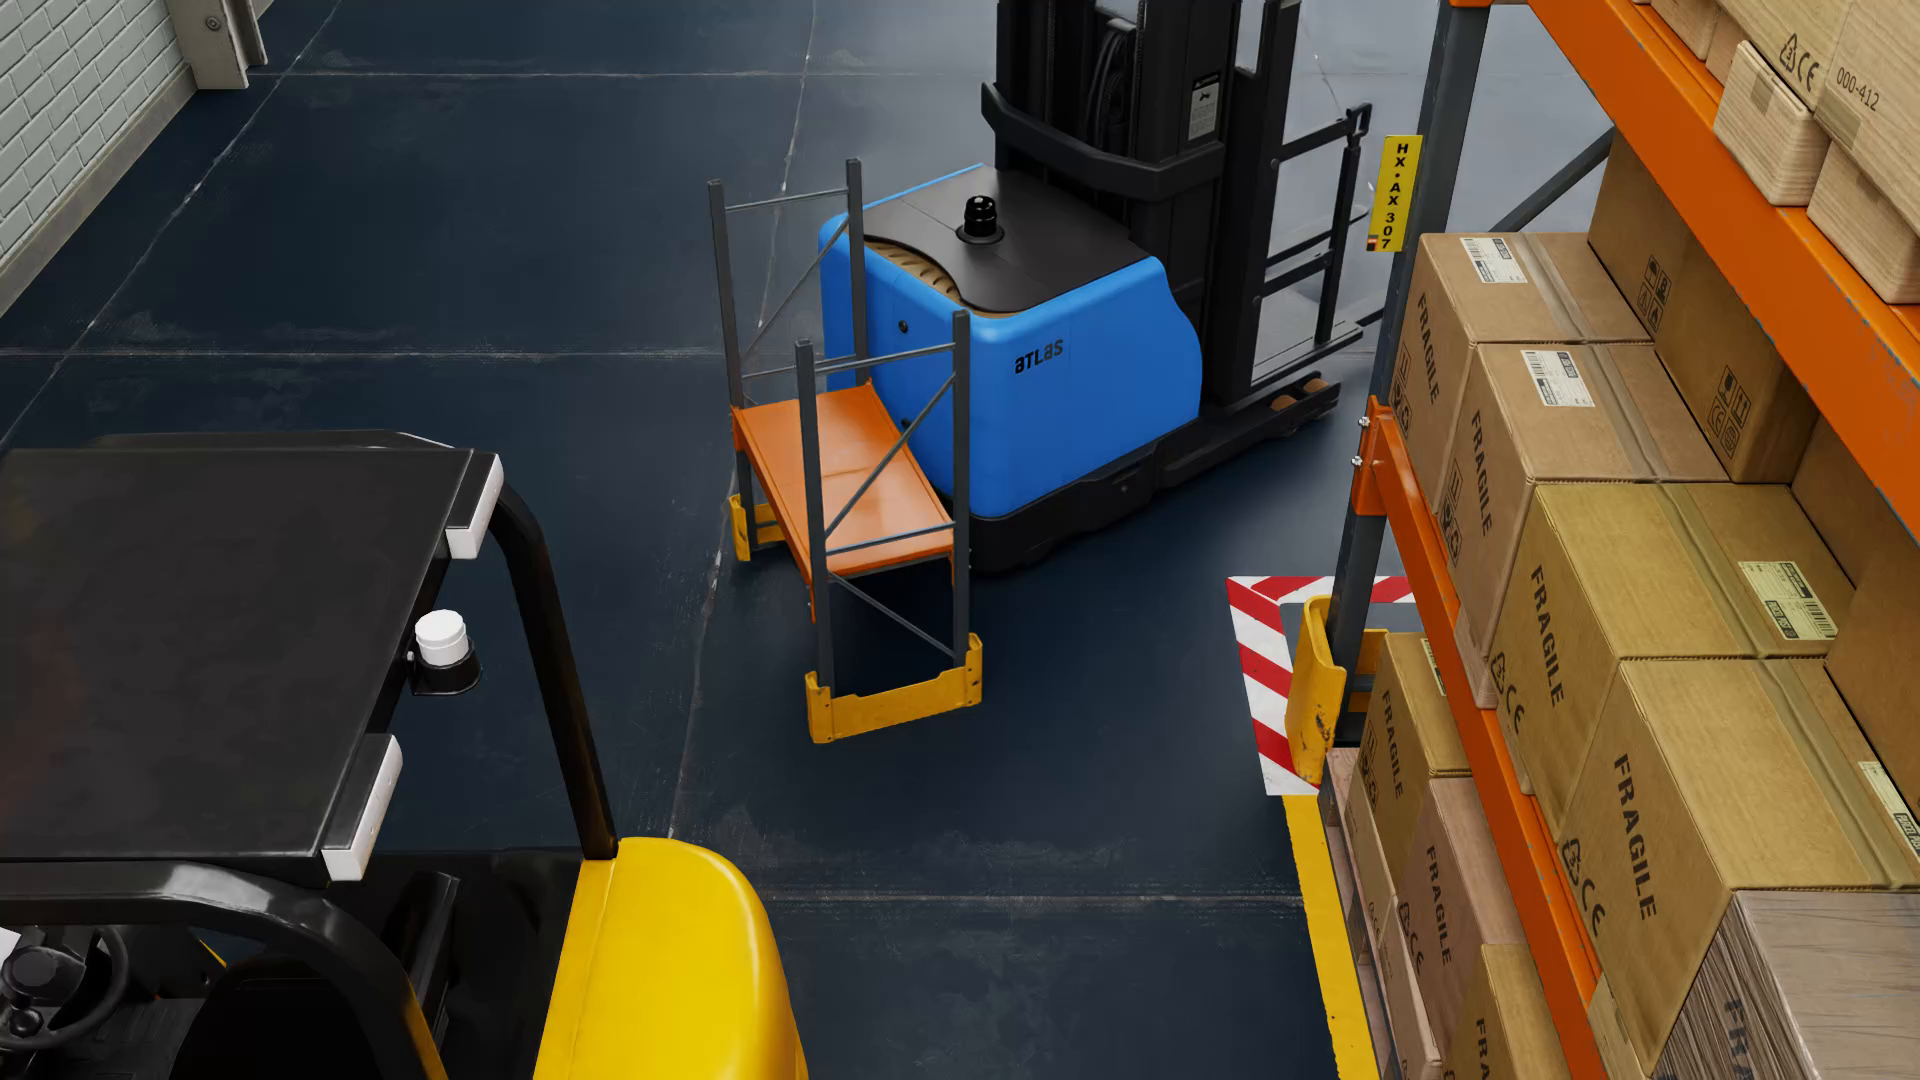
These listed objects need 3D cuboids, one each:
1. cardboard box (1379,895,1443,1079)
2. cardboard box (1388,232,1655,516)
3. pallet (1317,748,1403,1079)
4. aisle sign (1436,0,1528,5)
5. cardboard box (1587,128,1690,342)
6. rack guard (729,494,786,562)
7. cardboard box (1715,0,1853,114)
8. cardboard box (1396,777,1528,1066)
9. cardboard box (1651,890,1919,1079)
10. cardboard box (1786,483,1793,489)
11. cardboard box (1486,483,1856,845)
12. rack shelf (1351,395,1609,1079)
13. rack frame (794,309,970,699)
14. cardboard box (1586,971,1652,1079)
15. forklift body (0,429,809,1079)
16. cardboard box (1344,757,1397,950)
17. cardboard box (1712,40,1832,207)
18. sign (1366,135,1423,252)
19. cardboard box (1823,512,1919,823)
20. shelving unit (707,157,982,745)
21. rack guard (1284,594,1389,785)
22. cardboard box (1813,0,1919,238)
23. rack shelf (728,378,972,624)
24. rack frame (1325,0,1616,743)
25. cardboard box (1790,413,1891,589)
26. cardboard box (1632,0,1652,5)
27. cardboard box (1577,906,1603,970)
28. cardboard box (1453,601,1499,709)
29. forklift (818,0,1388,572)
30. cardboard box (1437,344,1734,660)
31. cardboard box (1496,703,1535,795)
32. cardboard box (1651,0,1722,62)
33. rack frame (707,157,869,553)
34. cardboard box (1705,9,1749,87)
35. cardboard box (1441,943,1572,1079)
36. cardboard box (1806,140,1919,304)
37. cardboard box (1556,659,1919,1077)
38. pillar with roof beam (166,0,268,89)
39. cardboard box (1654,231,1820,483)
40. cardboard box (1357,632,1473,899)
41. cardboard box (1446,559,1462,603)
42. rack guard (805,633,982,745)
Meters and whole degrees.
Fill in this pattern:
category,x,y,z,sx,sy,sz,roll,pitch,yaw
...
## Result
category,x,y,z,sx,sy,sz,roll,pitch,yaw
cardboard box,1.375,1.185,4.236,0.500,0.250,0.500,1,39,2
cardboard box,1.381,-0.407,4.041,0.500,0.500,0.500,-1,39,-1
pallet,1.624,1.096,4.714,1.003,0.211,1.213,0,39,0
aisle sign,1.348,-1.601,3.770,0.394,0.787,0.004,0,39,0
cardboard box,1.877,-0.774,3.700,0.700,0.500,0.500,-1,39,-1
rack guard,-0.555,-0.098,6.173,0.587,0.250,0.087,-13,40,-16
cardboard box,1.408,-0.823,2.362,0.500,0.250,0.500,1,39,1
cardboard box,1.388,0.915,3.973,0.500,0.500,0.500,-1,39,-2
cardboard box,1.401,0.874,2.443,0.500,0.500,0.500,1,39,1
cardboard box,1.930,-0.051,3.597,0.500,0.500,0.500,0,39,0
cardboard box,1.387,0.236,3.239,0.500,0.500,0.500,-1,39,-1
rack shelf,1.660,0.983,3.199,1.077,0.370,4.000,0,39,0
rack frame,-0.211,-0.001,5.052,0.500,1.500,0.032,-13,40,-16
cardboard box,1.346,0.894,2.936,0.380,0.149,0.250,0,39,0
forklift body,-1.479,0.974,3.315,2.313,2.155,1.214,0,39,0
cardboard box,1.382,0.866,4.634,0.500,0.250,0.500,0,39,0
cardboard box,1.339,-0.605,2.408,0.380,0.149,0.250,0,39,0
sign,1.115,-0.885,4.264,0.100,0.325,0.005,0,39,0
cardboard box,1.835,0.173,2.518,0.700,0.500,0.500,0,39,0
shelving unit,-0.383,-0.294,5.417,0.587,1.500,1.083,-13,40,-16
rack guard,1.658,0.475,5.258,1.175,0.500,0.348,0,39,0
cardboard box,1.389,-0.503,1.963,0.500,0.250,0.500,1,39,1
rack shelf,-0.386,-0.159,5.536,0.538,0.185,1.000,-13,40,-16
rack frame,1.658,-0.548,4.535,1.000,3.000,0.127,0,39,0
cardboard box,1.973,-0.139,2.907,0.700,0.500,0.500,0,39,-1
cardboard box,1.390,-1.083,3.005,0.380,0.149,0.250,1,39,1
cardboard box,1.404,0.737,3.132,0.380,0.149,0.250,-1,39,-1
cardboard box,1.339,0.245,3.746,0.380,0.149,0.250,1,39,1
forklift,0.936,-1.796,6.147,3.031,2.935,1.130,-27,46,-30
cardboard box,1.385,-0.083,3.637,0.500,0.500,0.500,1,39,1
cardboard box,1.373,0.407,3.544,0.380,0.149,0.250,1,39,1
cardboard box,1.414,-0.928,2.812,0.380,0.149,0.250,0,39,0
rack frame,-0.561,-0.598,5.796,0.500,1.500,0.032,-13,40,-16
cardboard box,1.419,-0.762,2.605,0.380,0.149,0.250,-1,39,-1
cardboard box,1.380,1.229,3.581,0.500,0.500,0.500,1,39,1
cardboard box,1.380,-0.440,2.203,0.380,0.149,0.250,-1,39,-1
cardboard box,1.395,0.554,2.842,0.500,0.500,0.500,-1,39,-1
pillar with roof beam,0.092,-6.202,6.794,9.100,9.000,0.400,0,39,0
cardboard box,1.870,-0.457,3.305,0.700,0.500,0.500,0,39,0
cardboard box,1.383,0.588,4.381,0.500,0.500,0.500,-1,39,-2
cardboard box,1.385,0.086,3.944,0.380,0.149,0.250,-1,39,-1
rack guard,-0.212,0.486,5.443,0.587,0.250,0.087,-13,40,-16
